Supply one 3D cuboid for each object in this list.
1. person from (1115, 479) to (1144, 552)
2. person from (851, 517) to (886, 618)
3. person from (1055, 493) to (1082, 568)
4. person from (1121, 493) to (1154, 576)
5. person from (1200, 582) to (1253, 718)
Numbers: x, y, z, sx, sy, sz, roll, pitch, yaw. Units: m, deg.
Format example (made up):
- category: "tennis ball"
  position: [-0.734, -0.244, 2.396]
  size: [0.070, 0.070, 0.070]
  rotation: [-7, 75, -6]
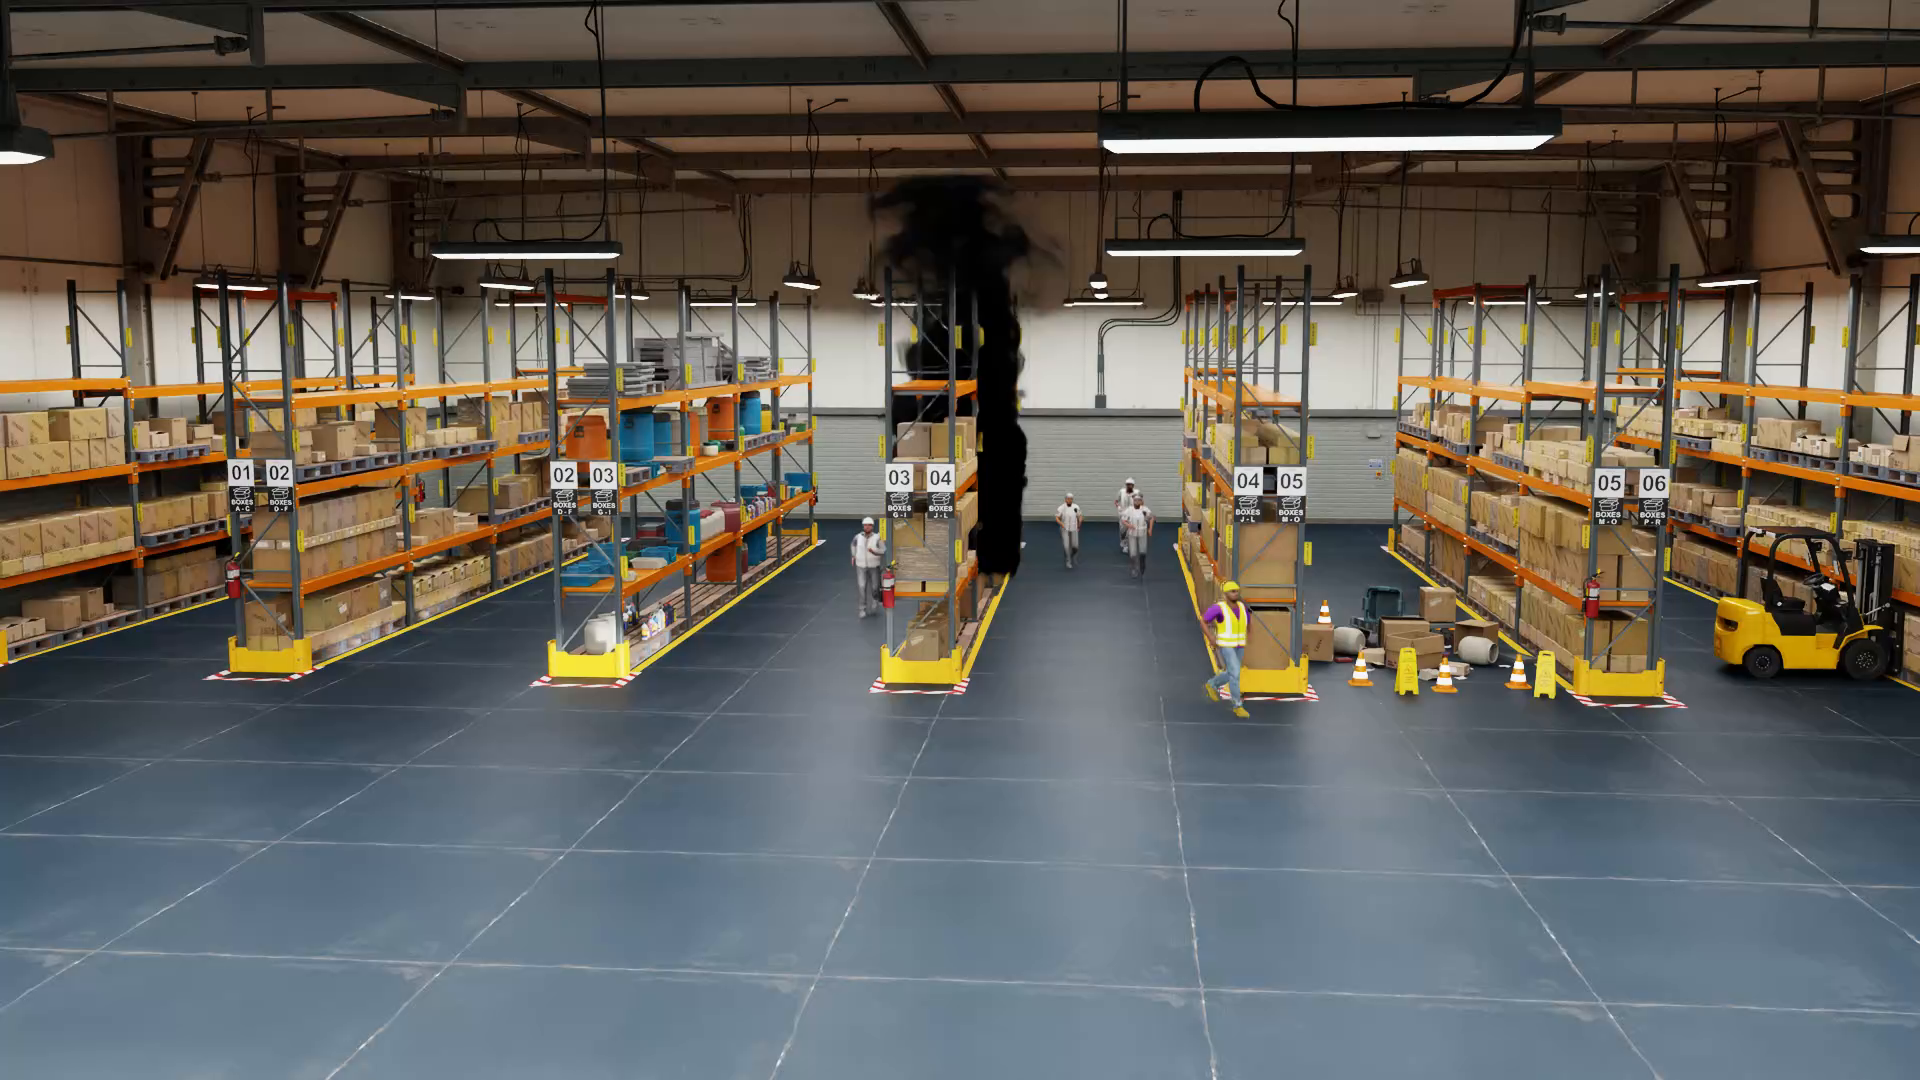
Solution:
- category: "person"
  position: [3.965, -0.594, 39.055]
  size: [0.675, 1.732, 0.674]
  rotation: [0, 7, -2]
- category: "person"
  position: [-1.658, 0.466, 29.962]
  size: [0.656, 1.758, 0.970]
  rotation: [0, 7, 2]
- category: "person"
  position: [2.375, -0.202, 36.292]
  size: [0.613, 1.636, 0.535]
  rotation: [0, 7, -2]
- category: "person"
  position: [3.729, -0.107, 34.914]
  size: [0.682, 1.759, 0.609]
  rotation: [1, 7, 4]
- category: "person"
  position: [3.633, 1.438, 22.350]
  size: [0.749, 1.781, 0.902]
  rotation: [-5, 8, -34]
